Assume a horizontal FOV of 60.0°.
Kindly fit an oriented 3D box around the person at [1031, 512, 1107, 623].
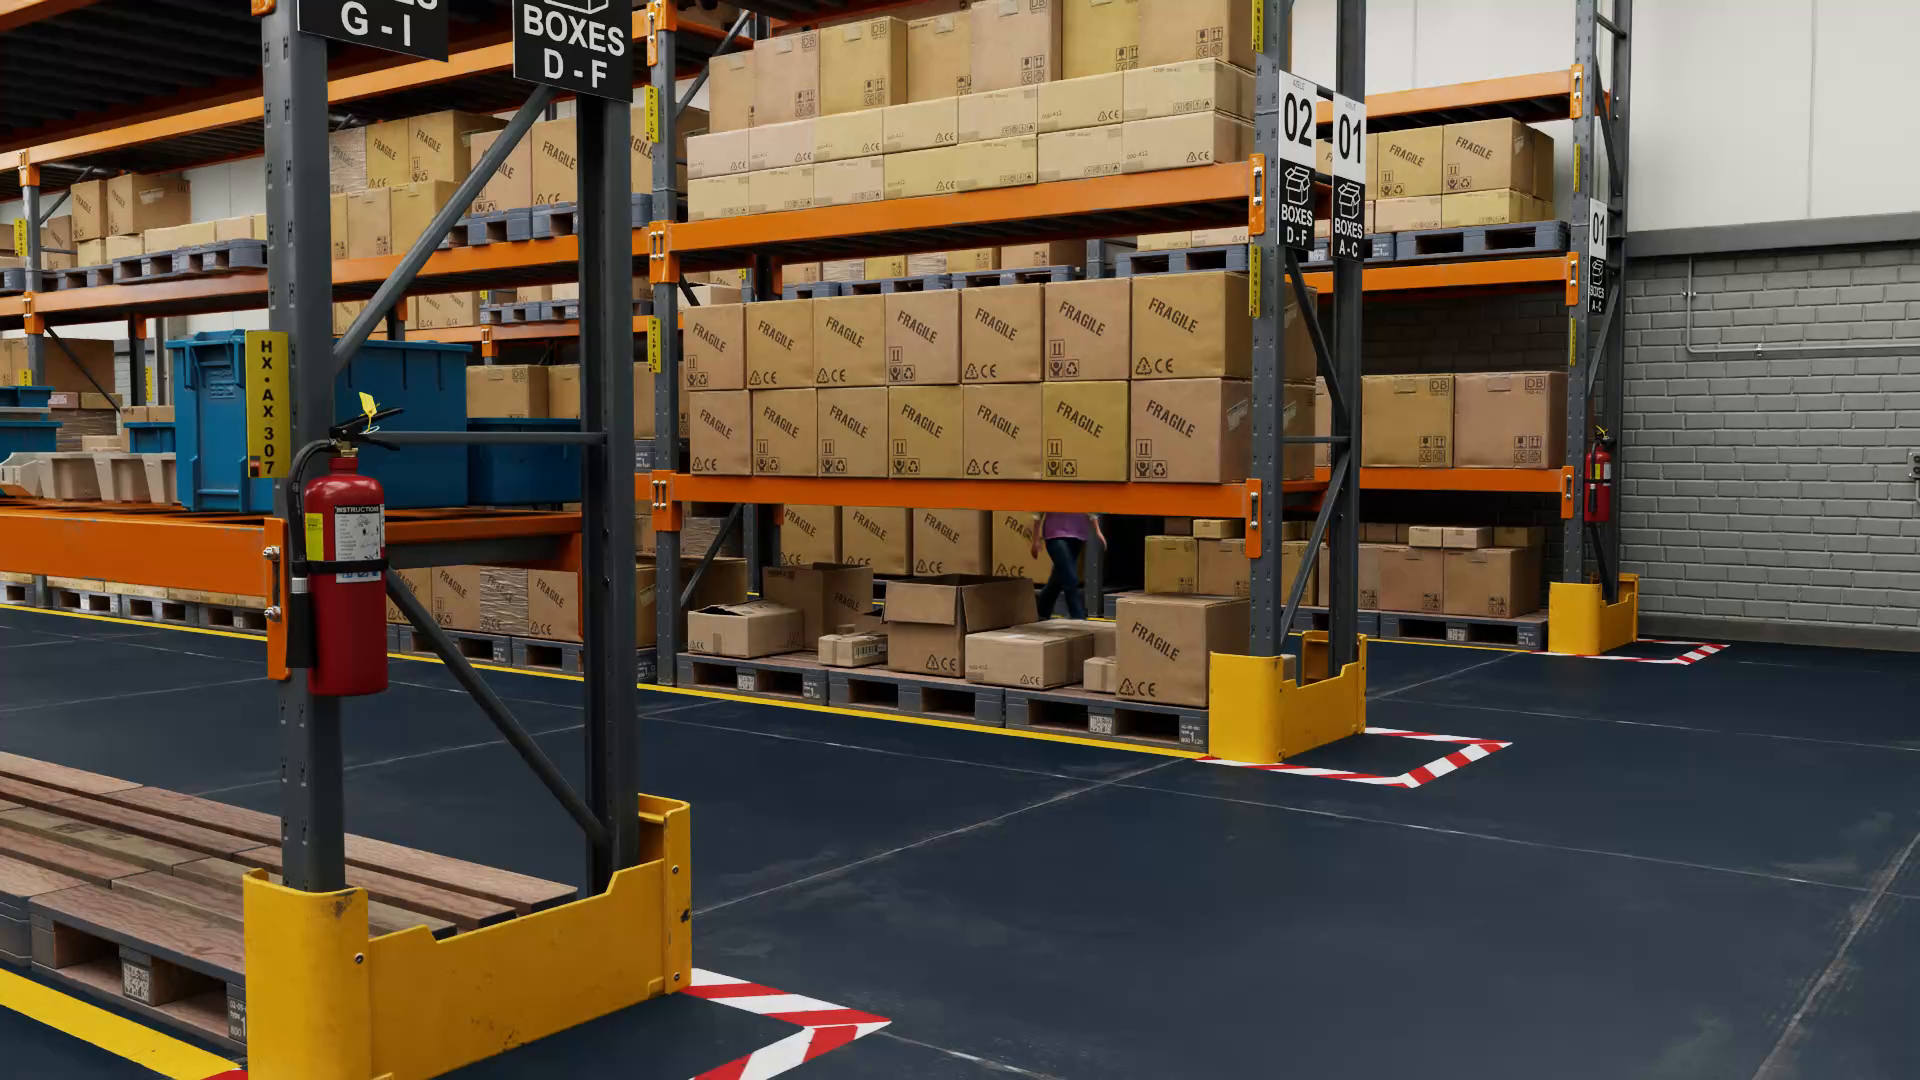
[{"bbox_3d":[0.804,-0.018,11.977,0.449,1.547,0.909,-3,4,-39],"label":"person"}]
